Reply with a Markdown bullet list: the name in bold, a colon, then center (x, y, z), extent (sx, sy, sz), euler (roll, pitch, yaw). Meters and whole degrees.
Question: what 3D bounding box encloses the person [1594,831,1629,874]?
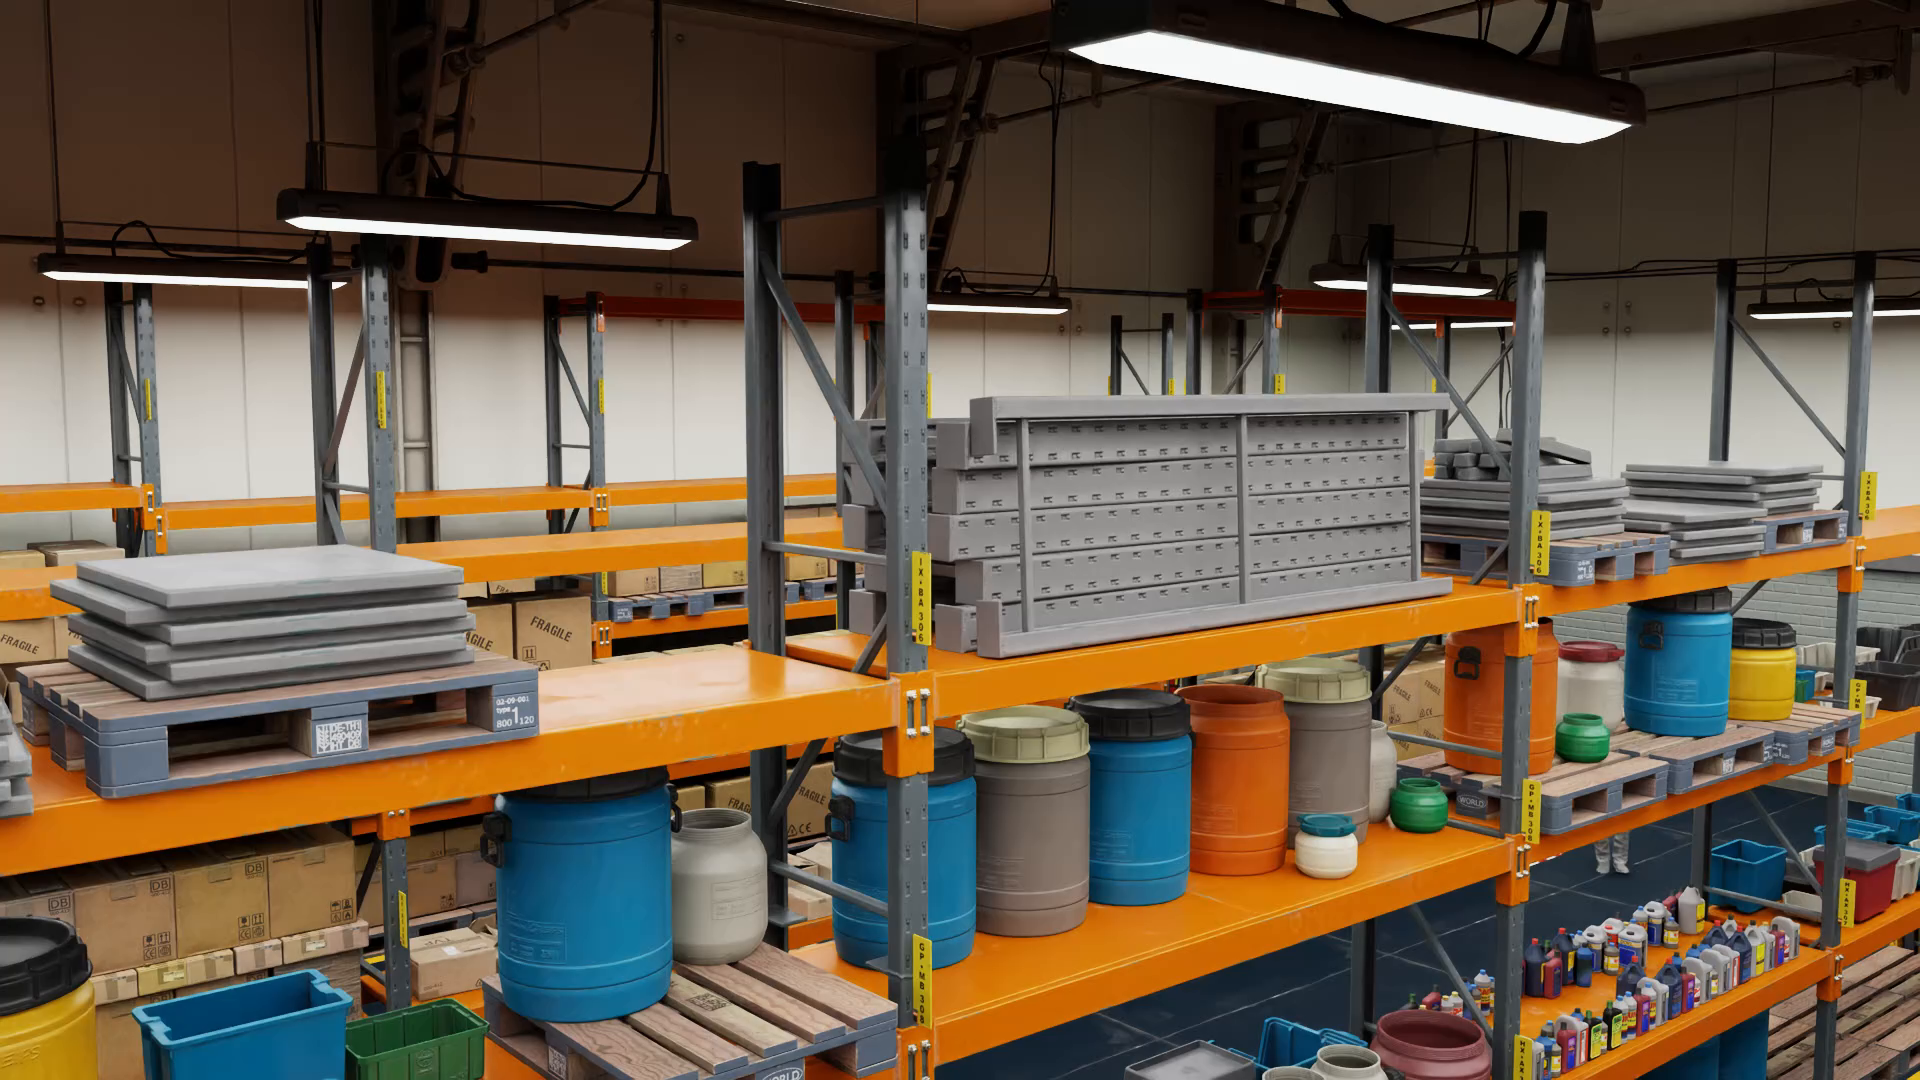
- **person**: center (6.811, 2.648, 17.424), extent (0.722, 1.836, 0.508), euler (3, 6, 28)
